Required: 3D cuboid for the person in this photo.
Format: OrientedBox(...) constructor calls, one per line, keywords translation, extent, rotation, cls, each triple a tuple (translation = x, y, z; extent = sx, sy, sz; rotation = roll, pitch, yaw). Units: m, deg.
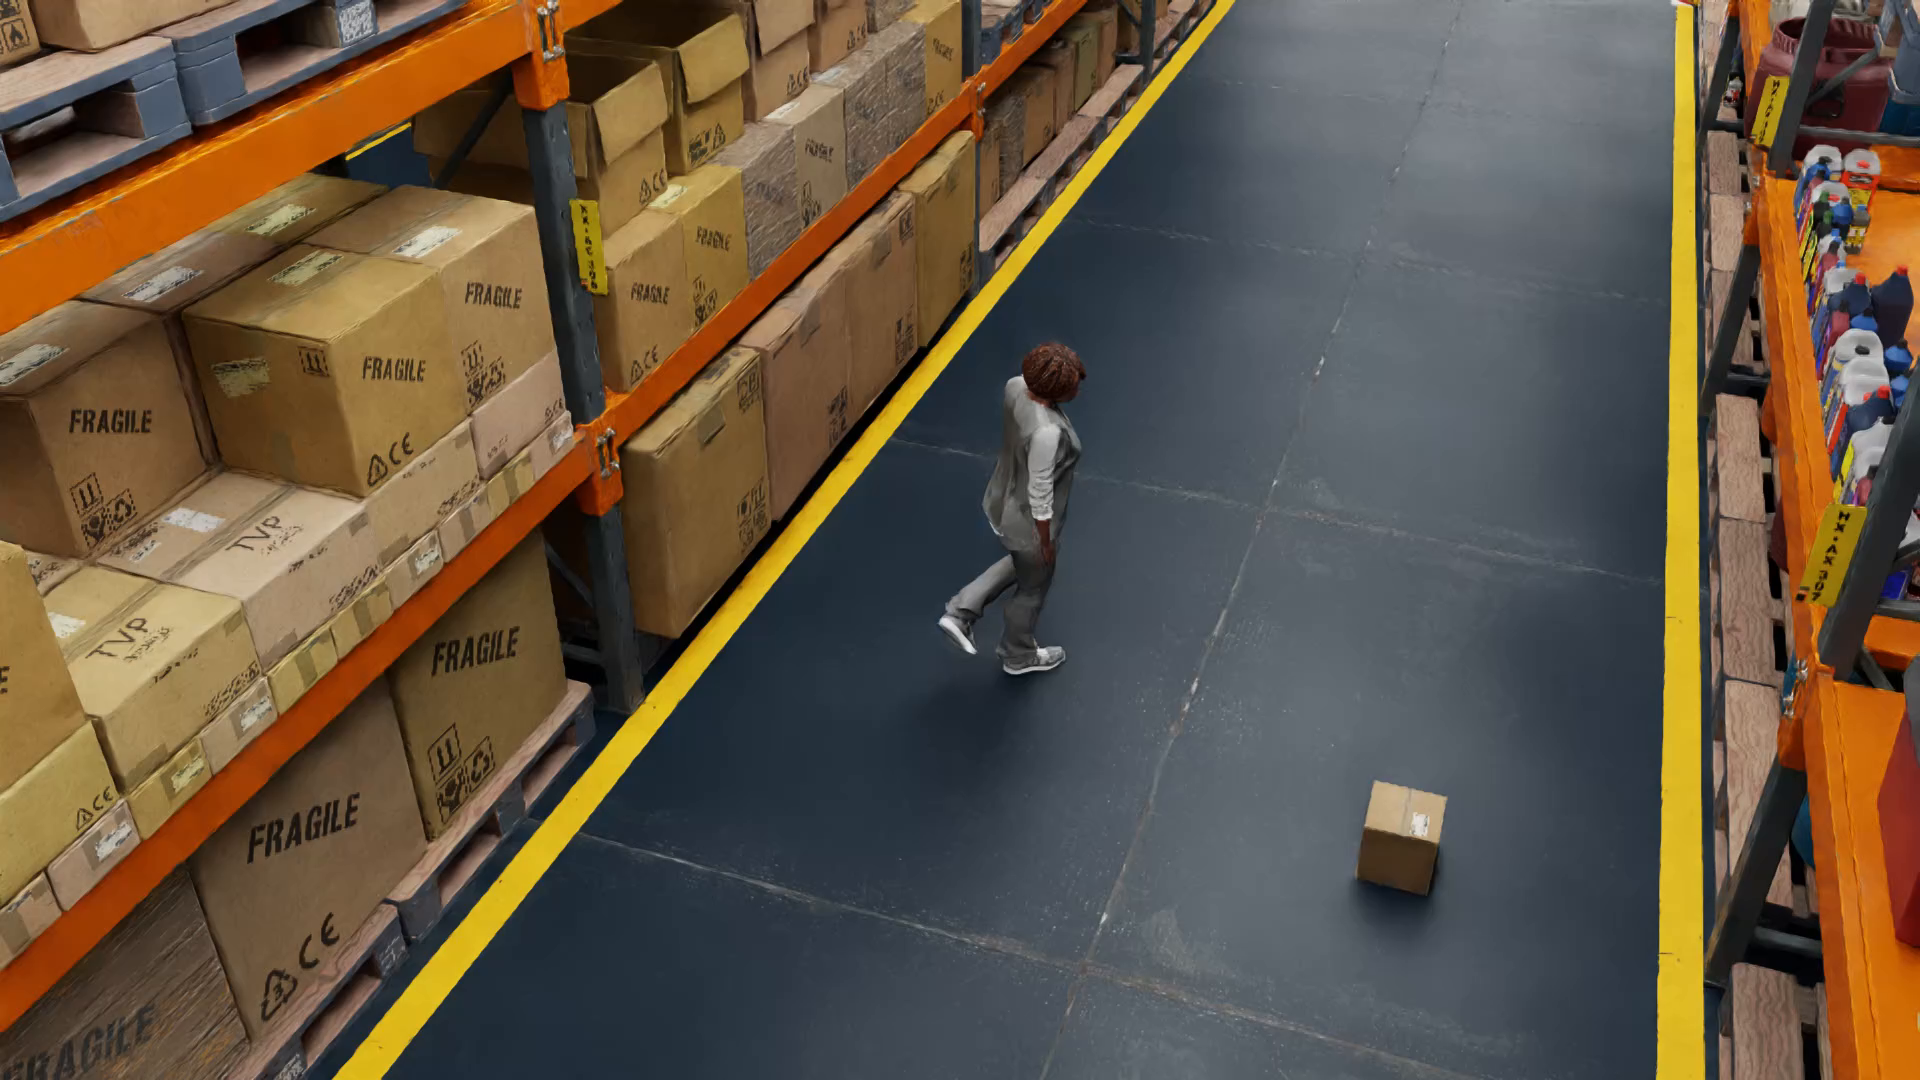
OrientedBox(translation=(0.206, -0.068, 6.269), extent=(0.537, 1.564, 0.463), rotation=(-10, 35, -14), cls="person")
